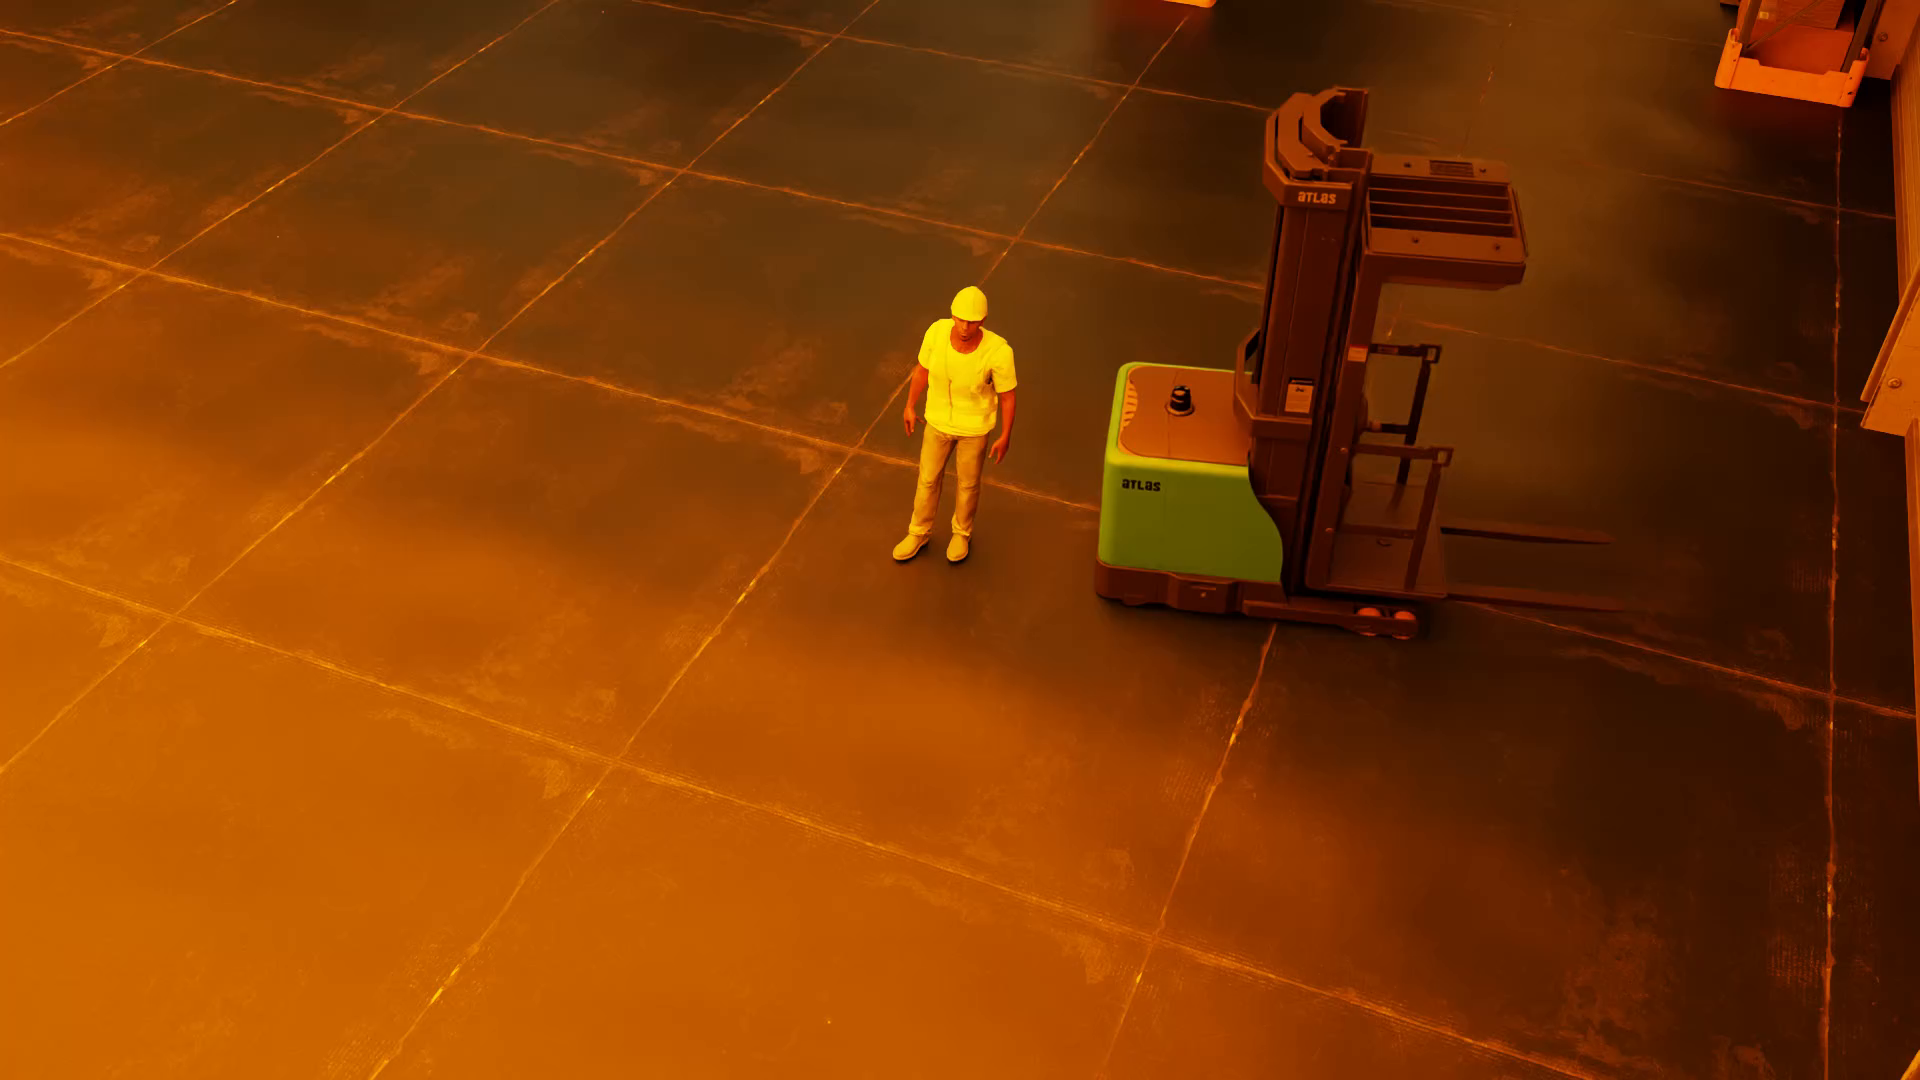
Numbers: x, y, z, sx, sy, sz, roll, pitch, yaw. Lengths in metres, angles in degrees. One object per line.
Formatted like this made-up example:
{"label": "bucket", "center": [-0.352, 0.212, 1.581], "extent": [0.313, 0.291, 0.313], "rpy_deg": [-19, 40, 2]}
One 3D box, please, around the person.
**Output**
{"label": "person", "center": [-0.032, -0.643, 9.671], "extent": [0.665, 1.766, 0.576], "rpy_deg": [15, 42, 17]}

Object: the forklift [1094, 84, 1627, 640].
{"label": "forklift", "center": [2.355, -0.918, 9.103], "extent": [3.031, 2.935, 1.130], "rpy_deg": [6, 40, 7]}
